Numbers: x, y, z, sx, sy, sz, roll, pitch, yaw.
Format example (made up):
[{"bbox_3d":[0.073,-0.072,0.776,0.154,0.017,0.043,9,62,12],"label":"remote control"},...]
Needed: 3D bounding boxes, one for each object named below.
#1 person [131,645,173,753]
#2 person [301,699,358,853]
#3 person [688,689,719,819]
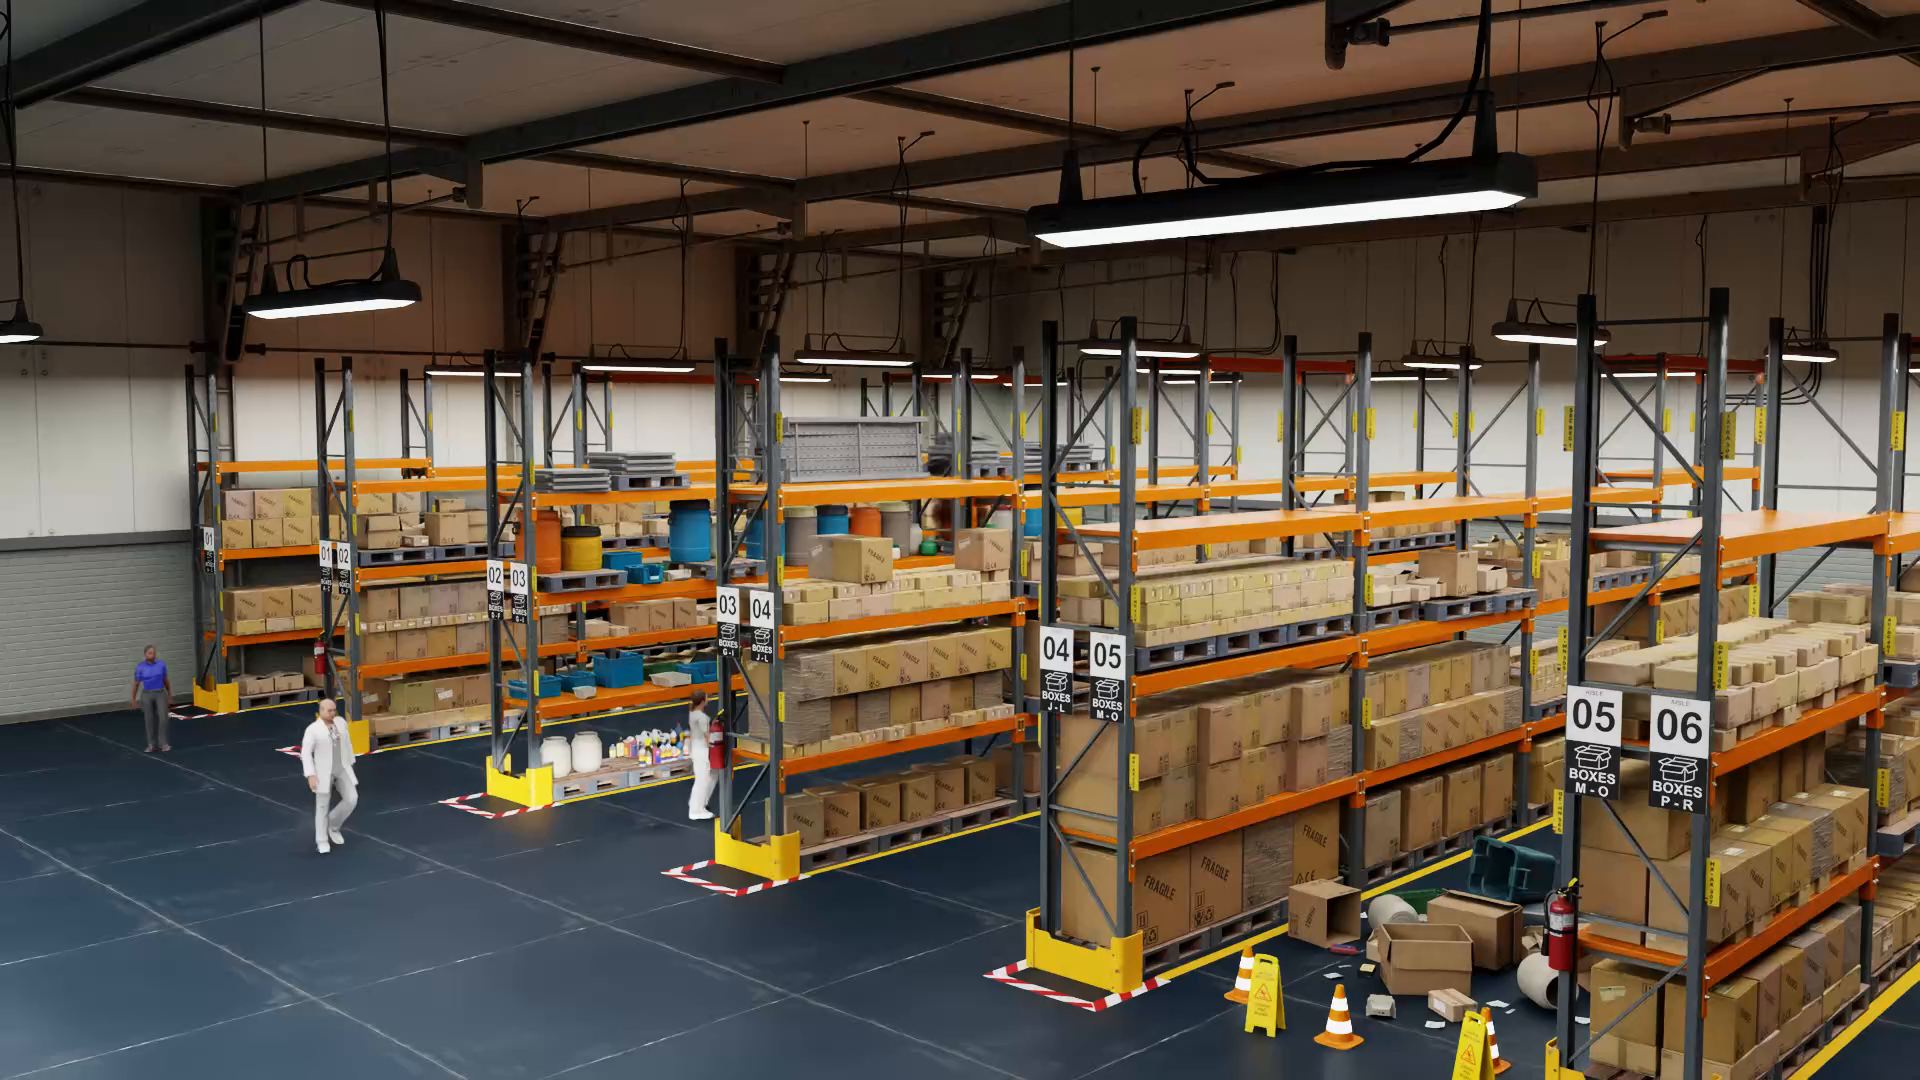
[{"bbox_3d":[-12.284,2.407,25.291,0.594,1.655,0.361,-3,5,-32],"label":"person"},{"bbox_3d":[-7.473,2.767,19.742,0.575,1.784,0.723,4,6,41],"label":"person"},{"bbox_3d":[-3.219,2.712,21.048,0.444,1.677,0.443,-1,5,-15],"label":"person"}]
